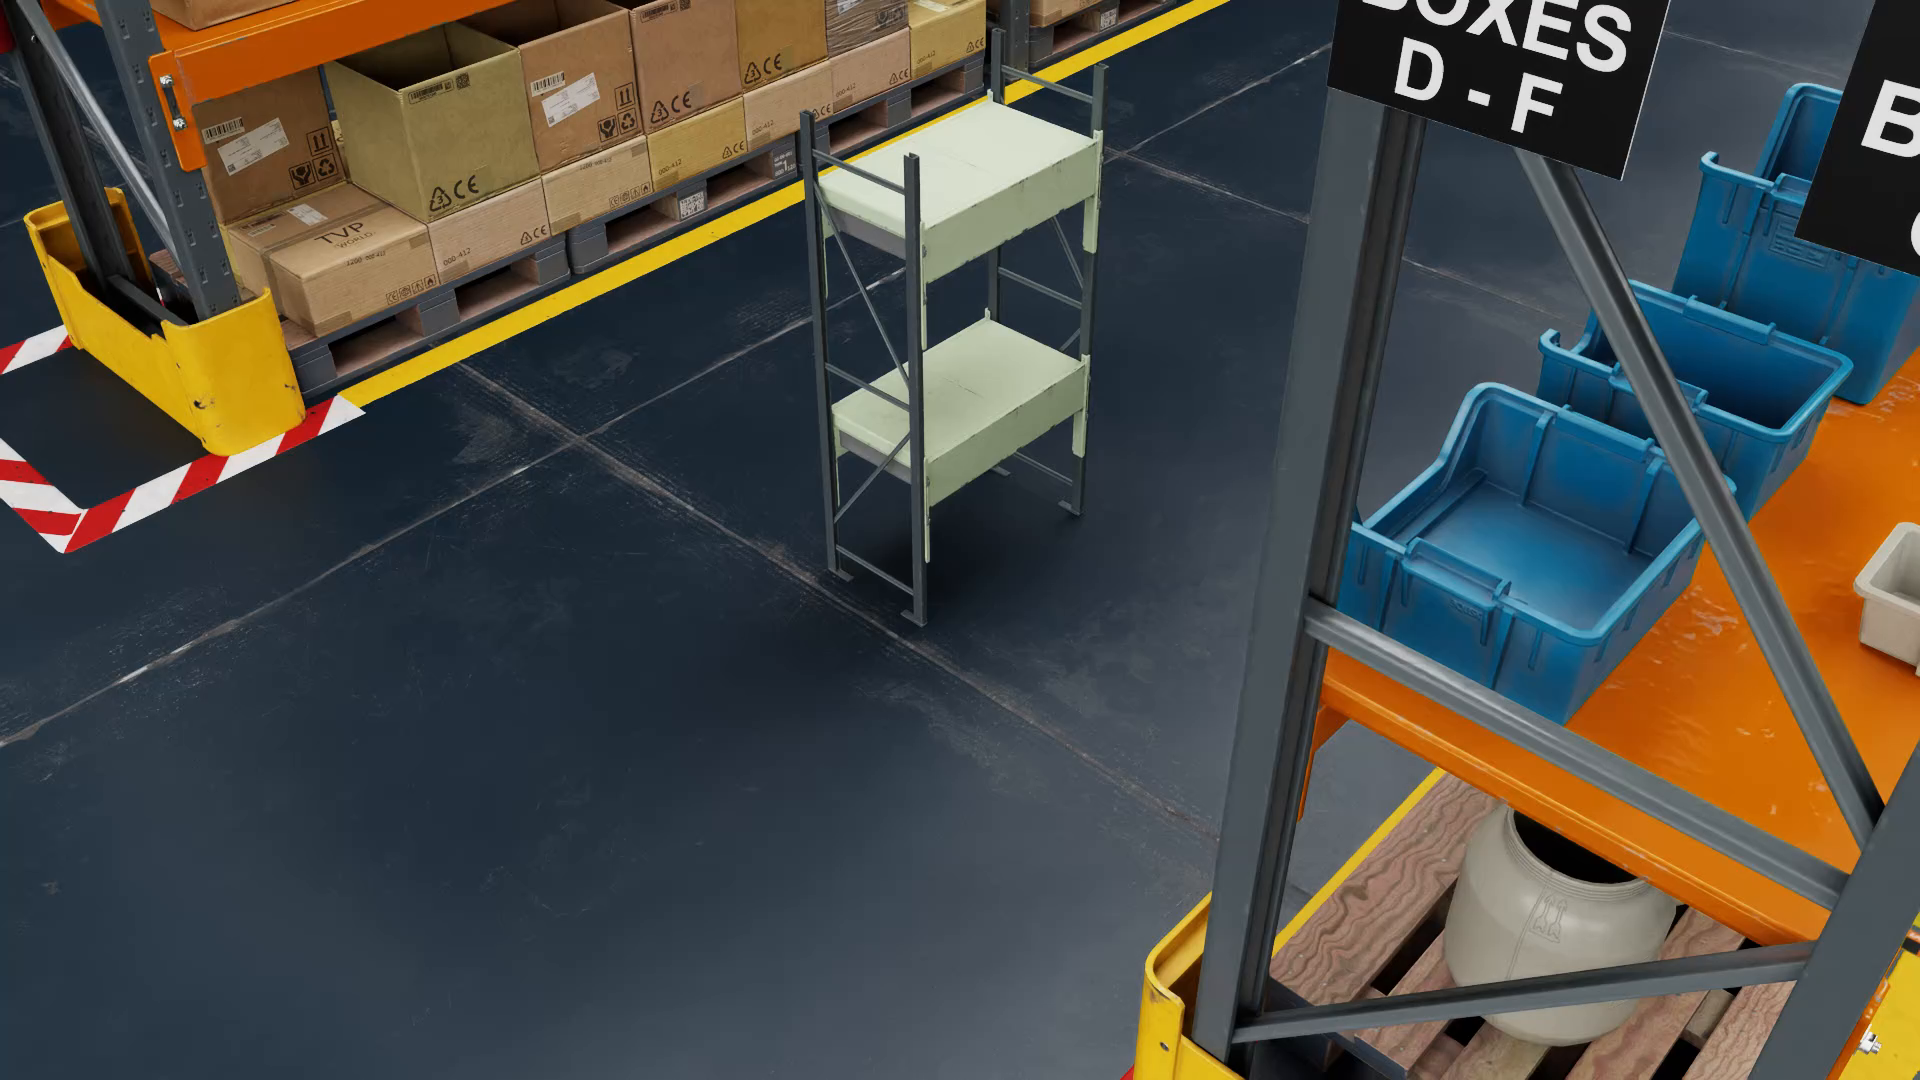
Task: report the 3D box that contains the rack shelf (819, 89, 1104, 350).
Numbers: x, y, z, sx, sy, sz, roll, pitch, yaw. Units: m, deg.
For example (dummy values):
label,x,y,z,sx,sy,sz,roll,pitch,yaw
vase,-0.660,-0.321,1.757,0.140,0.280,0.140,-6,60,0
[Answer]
label,x,y,z,sx,sy,sz,roll,pitch,yaw
rack shelf,-0.004,-0.889,4.536,0.431,0.370,0.720,30,47,32

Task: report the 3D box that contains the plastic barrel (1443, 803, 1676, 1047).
label,x,y,z,sx,sy,sz,roll,pitch,yaw
plastic barrel,1.266,0.782,3.517,0.421,0.512,0.421,0,38,0

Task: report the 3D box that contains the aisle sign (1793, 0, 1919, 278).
label,x,y,z,sx,sy,sz,roll,pitch,yaw
aisle sign,1.046,-0.554,1.448,0.394,0.787,0.004,30,47,32

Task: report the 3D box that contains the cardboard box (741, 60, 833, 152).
label,x,y,z,sx,sy,sz,roll,pitch,yaw
cardboard box,-0.899,-1.934,7.143,0.500,0.250,0.500,30,47,32

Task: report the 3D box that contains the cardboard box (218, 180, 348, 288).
label,x,y,z,sx,sy,sz,roll,pitch,yaw
cardboard box,-2.632,-1.233,6.262,0.500,0.250,0.500,30,47,32

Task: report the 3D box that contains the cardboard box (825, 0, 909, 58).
label,x,y,z,sx,sy,sz,roll,pitch,yaw
cardboard box,-0.574,-2.464,7.208,0.500,0.500,0.500,30,47,32

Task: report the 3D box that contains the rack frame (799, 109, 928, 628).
label,x,y,z,sx,sy,sz,roll,pitch,yaw
rack frame,-0.251,-0.416,4.568,0.400,1.500,0.023,30,47,32

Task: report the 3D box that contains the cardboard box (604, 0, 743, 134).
label,x,y,z,sx,sy,sz,roll,pitch,yaw
cardboard box,-1.236,-1.997,6.620,0.500,0.500,0.500,30,47,32

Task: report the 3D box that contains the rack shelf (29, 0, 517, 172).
label,x,y,z,sx,sy,sz,roll,pitch,yaw
rack shelf,-1.426,-2.411,6.450,1.077,0.370,4.000,30,47,32

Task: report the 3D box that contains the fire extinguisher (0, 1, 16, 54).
label,x,y,z,sx,sy,sz,roll,pitch,yaw
fire extinguisher,-3.198,-1.885,5.272,0.296,0.674,0.183,30,47,32

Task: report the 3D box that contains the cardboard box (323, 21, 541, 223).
label,x,y,z,sx,sy,sz,roll,pitch,yaw
cardboard box,-1.914,-1.539,6.045,0.500,0.500,0.500,30,47,32

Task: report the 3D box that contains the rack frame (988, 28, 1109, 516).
label,x,y,z,sx,sy,sz,roll,pitch,yaw
rack frame,0.242,-0.752,4.991,0.400,1.500,0.023,30,47,32

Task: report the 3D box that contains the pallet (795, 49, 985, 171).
label,x,y,z,sx,sy,sz,roll,pitch,yaw
pallet,-0.644,-2.173,7.812,1.003,0.211,1.213,30,47,32

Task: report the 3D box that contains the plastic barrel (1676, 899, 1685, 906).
label,x,y,z,sx,sy,sz,roll,pitch,yaw
plastic barrel,1.604,0.552,3.807,0.421,0.512,0.421,0,38,0

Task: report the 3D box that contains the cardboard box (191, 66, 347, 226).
label,x,y,z,sx,sy,sz,roll,pitch,yaw
cardboard box,-2.633,-1.527,6.030,0.500,0.500,0.500,30,47,32

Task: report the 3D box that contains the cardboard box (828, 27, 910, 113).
label,x,y,z,sx,sy,sz,roll,pitch,yaw
cardboard box,-0.573,-2.169,7.440,0.500,0.250,0.500,30,47,32

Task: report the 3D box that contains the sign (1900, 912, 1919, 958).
label,x,y,z,sx,sy,sz,roll,pitch,yaw
sign,1.281,0.432,2.074,0.100,0.325,0.005,30,47,32

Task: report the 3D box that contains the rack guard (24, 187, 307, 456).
label,x,y,z,sx,sy,sz,roll,pitch,yaw
rack guard,-2.792,-0.785,5.835,1.175,0.500,0.348,30,47,32

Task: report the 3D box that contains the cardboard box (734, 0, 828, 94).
label,x,y,z,sx,sy,sz,roll,pitch,yaw
cardboard box,-0.909,-2.232,6.917,0.500,0.500,0.500,30,47,32

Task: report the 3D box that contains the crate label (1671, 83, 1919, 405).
label,x,y,z,sx,sy,sz,roll,pitch,yaw
crate label,1.920,-0.665,3.648,0.502,0.435,0.616,30,47,32

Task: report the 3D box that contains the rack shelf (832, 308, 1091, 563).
label,x,y,z,sx,sy,sz,roll,pitch,yaw
rack shelf,-0.005,-0.329,4.982,0.431,0.370,0.720,30,47,32

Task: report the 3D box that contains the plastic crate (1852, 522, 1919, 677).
label,x,y,z,sx,sy,sz,roll,pitch,yaw
plastic crate,1.720,0.135,2.882,0.298,0.136,0.250,30,47,32

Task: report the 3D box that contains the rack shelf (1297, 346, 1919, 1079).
label,x,y,z,sx,sy,sz,roll,pitch,yaw
rack shelf,2.228,-0.330,3.833,1.077,0.370,4.000,30,47,32

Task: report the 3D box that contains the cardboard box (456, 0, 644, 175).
label,x,y,z,sx,sy,sz,roll,pitch,yaw
cardboard box,-1.586,-1.774,6.341,0.500,0.500,0.500,30,47,32

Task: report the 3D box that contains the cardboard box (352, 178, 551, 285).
label,x,y,z,sx,sy,sz,roll,pitch,yaw
cardboard box,-1.915,-1.246,6.279,0.500,0.250,0.500,30,47,32

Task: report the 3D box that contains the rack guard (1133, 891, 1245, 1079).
label,x,y,z,sx,sy,sz,roll,pitch,yaw
rack guard,0.895,1.231,3.300,1.175,0.500,0.348,30,47,32

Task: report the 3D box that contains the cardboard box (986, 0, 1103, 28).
label,x,y,z,sx,sy,sz,roll,pitch,yaw
cardboard box,0.378,-2.781,8.209,0.500,0.250,0.500,28,47,31

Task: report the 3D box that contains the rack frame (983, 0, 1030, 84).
label,x,y,z,sx,sy,sz,roll,pitch,yaw
rack frame,-0.077,-3.612,7.382,1.000,3.000,0.127,30,47,32

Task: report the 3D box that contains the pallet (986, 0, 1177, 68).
label,x,y,z,sx,sy,sz,roll,pitch,yaw
pallet,0.391,-2.875,8.696,1.003,0.211,1.213,30,47,32

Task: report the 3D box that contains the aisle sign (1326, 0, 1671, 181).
label,x,y,z,sx,sy,sz,roll,pitch,yaw
aisle sign,0.611,-0.802,1.759,0.394,0.787,0.004,30,47,32

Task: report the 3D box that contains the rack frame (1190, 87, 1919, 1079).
label,x,y,z,sx,sy,sz,roll,pitch,yaw
rack frame,0.881,0.309,2.451,0.949,2.616,0.053,30,47,32

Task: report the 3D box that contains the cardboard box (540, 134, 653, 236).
label,x,y,z,sx,sy,sz,roll,pitch,yaw
cardboard box,-1.577,-1.476,6.568,0.500,0.250,0.500,30,47,32

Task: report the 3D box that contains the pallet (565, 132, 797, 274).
label,x,y,z,sx,sy,sz,roll,pitch,yaw
pallet,-1.467,-1.609,7.104,1.003,0.211,1.213,30,47,32

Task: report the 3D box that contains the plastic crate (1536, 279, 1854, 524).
label,x,y,z,sx,sy,sz,roll,pitch,yaw
plastic crate,1.437,-0.286,3.319,0.499,0.251,0.408,30,47,32

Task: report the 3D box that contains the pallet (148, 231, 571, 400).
label,x,y,z,sx,sy,sz,roll,pitch,yaw
pallet,-2.290,-1.052,6.403,1.003,0.211,1.213,30,47,32

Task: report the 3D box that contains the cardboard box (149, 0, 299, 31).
label,x,y,z,sx,sy,sz,roll,pitch,yaw
cardboard box,-2.451,-2.022,5.303,0.700,0.500,0.500,30,47,32

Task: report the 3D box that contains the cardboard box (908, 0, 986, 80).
label,x,y,z,sx,sy,sz,roll,pitch,yaw
cardboard box,-0.228,-2.395,7.724,0.500,0.250,0.500,30,47,32

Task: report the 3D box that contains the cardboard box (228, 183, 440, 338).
label,x,y,z,sx,sy,sz,roll,pitch,yaw
cardboard box,-2.249,-1.015,5.988,0.500,0.250,0.500,30,47,32

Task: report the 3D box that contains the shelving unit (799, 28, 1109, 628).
label,x,y,z,sx,sy,sz,roll,pitch,yaw
shelving unit,-0.004,-0.584,4.779,0.431,1.500,0.755,30,47,32

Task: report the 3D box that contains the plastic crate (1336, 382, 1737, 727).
label,x,y,z,sx,sy,sz,roll,pitch,yaw
plastic crate,0.995,0.010,2.947,0.499,0.251,0.616,30,47,32

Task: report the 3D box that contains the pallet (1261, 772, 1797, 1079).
label,x,y,z,sx,sy,sz,roll,pitch,yaw
pallet,1.447,0.973,3.856,1.003,0.211,1.213,30,47,32

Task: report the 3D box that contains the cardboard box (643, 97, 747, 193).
label,x,y,z,sx,sy,sz,roll,pitch,yaw
cardboard box,-1.236,-1.704,6.854,0.500,0.250,0.500,30,47,32

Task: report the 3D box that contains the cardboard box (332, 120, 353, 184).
label,x,y,z,sx,sy,sz,roll,pitch,yaw
cardboard box,-2.303,-1.467,6.557,0.500,0.250,0.500,30,47,32

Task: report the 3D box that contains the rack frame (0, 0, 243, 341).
label,x,y,z,sx,sy,sz,roll,pitch,yaw
rack frame,-2.775,-1.774,5.071,1.000,3.000,0.127,30,47,32
